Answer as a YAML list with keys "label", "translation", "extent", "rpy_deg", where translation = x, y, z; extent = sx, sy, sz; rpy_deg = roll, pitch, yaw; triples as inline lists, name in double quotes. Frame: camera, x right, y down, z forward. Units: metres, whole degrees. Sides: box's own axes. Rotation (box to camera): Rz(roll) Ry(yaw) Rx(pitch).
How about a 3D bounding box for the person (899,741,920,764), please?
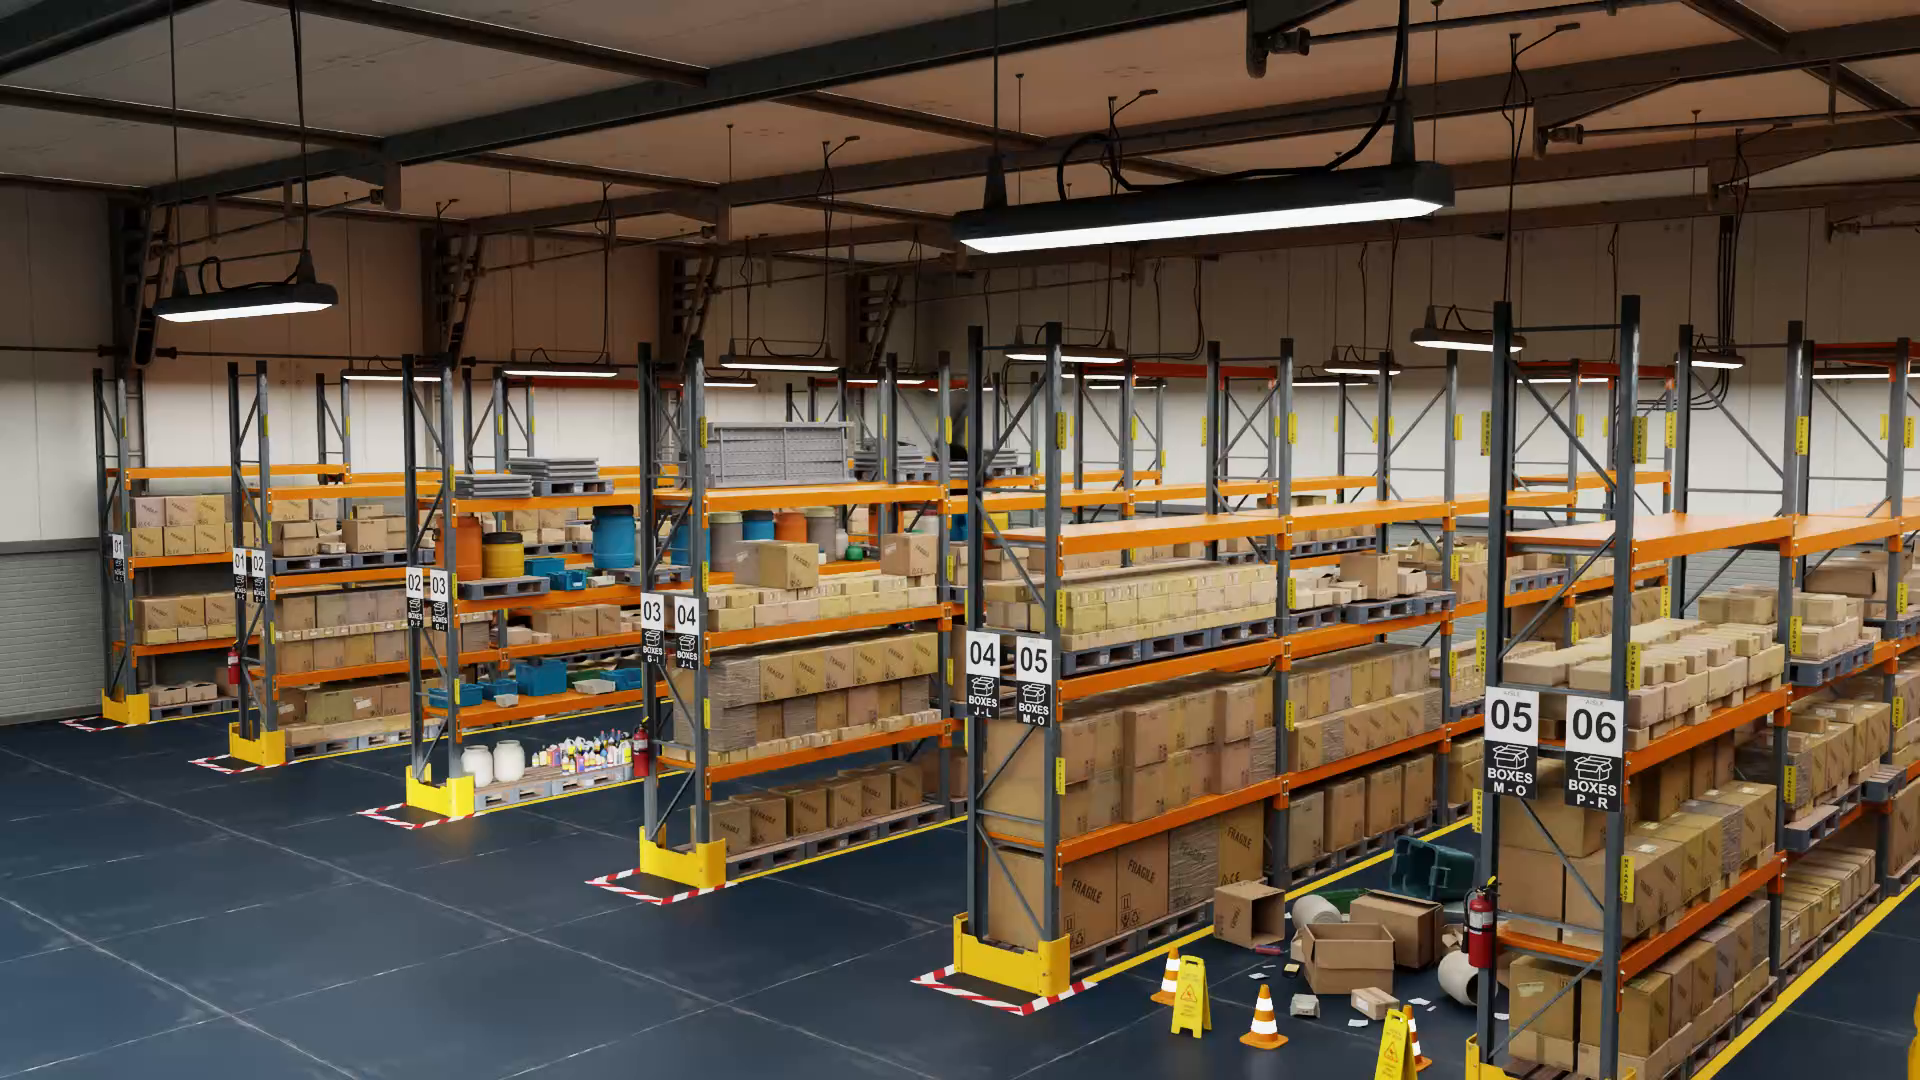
- label: "person"
  translation: [-0.774, 2.563, 23.918]
  extent: [0.610, 1.644, 0.759]
  rpy_deg: [4, 6, 42]

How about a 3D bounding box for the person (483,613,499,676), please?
- label: "person"
  translation: [-8.299, 2.122, 29.838]
  extent: [0.571, 1.647, 0.958]
  rpy_deg: [3, 5, 37]
